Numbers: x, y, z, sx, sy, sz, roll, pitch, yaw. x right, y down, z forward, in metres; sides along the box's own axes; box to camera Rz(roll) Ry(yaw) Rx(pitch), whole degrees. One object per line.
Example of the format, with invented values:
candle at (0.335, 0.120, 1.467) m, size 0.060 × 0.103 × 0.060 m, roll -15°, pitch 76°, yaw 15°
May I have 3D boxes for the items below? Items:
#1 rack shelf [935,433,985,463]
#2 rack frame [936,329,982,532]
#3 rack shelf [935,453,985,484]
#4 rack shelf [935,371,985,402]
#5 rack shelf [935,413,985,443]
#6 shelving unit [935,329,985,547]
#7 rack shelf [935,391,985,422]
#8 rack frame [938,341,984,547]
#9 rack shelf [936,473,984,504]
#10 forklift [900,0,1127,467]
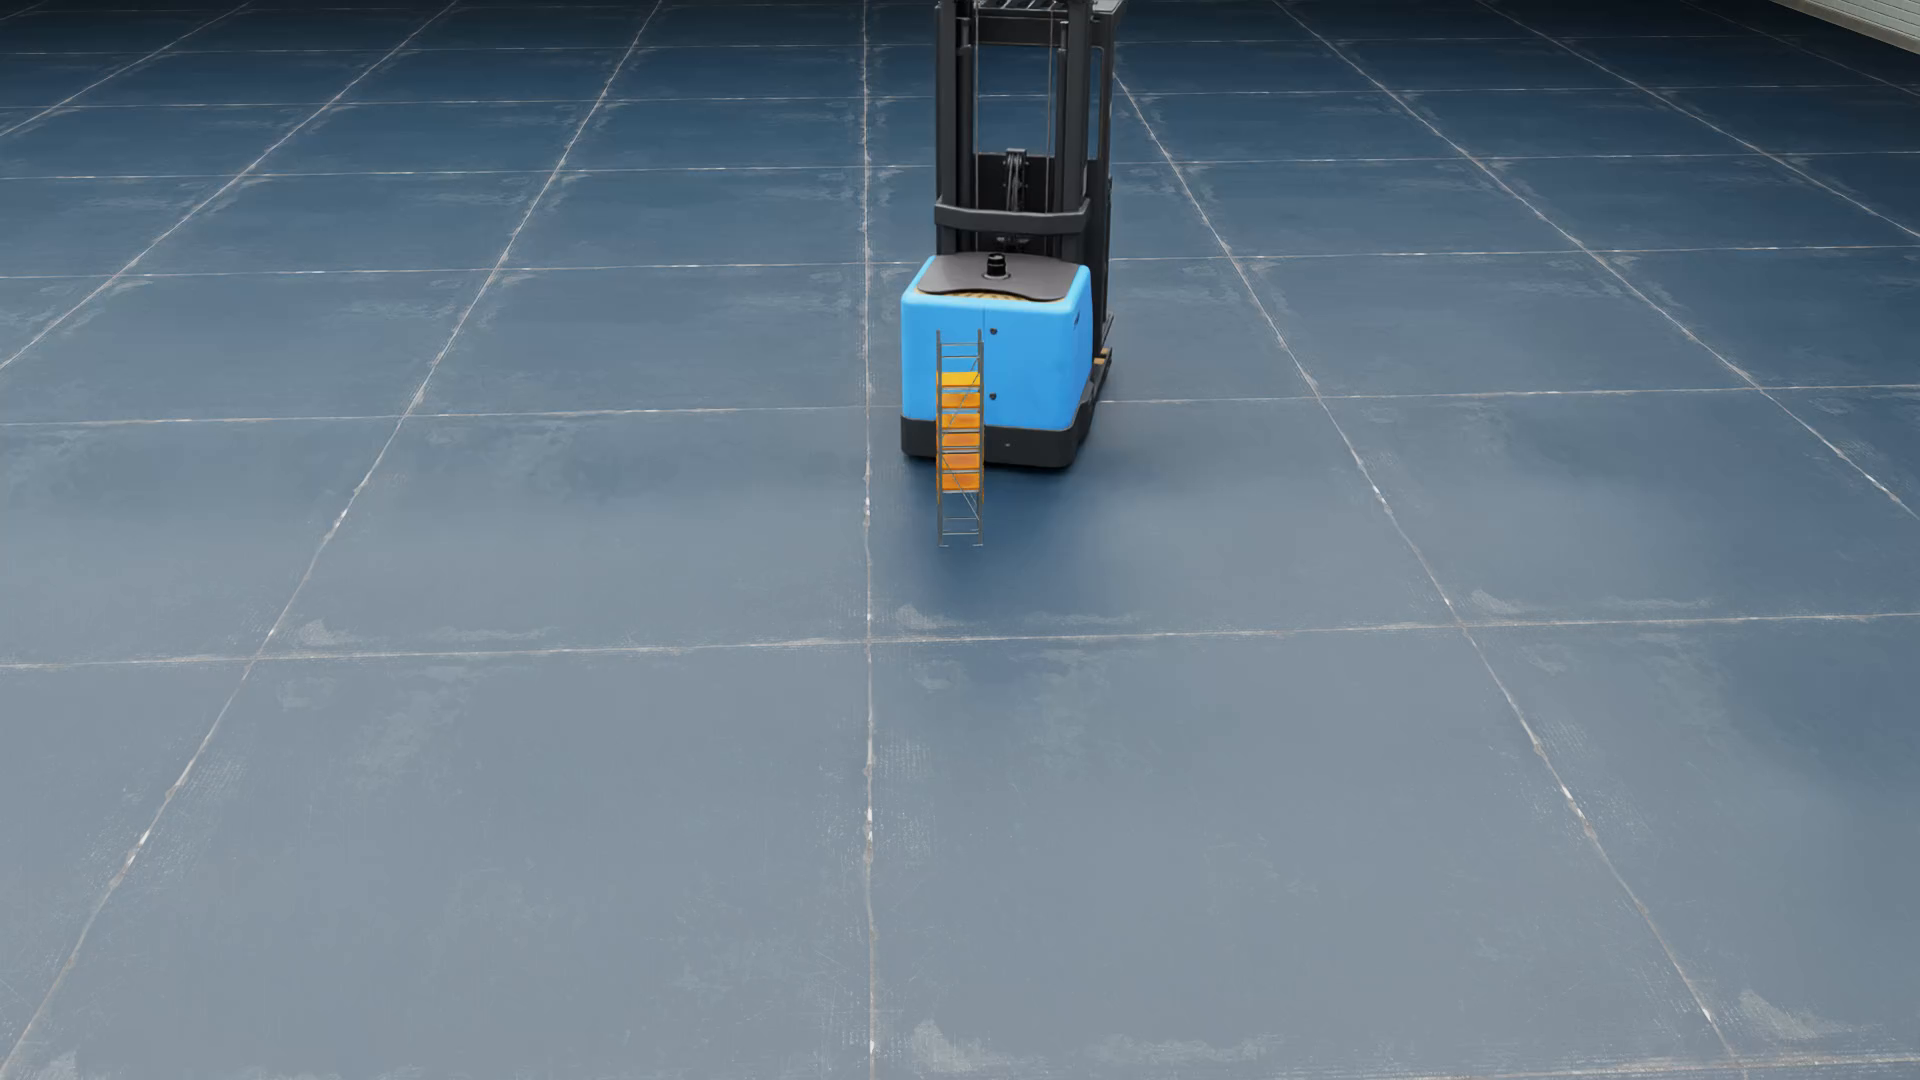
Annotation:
rack shelf at (-0.001, -0.499, 9.006) m, size 0.258 × 0.103 × 0.180 m, roll -1°, pitch 28°, yaw -3°
rack frame at (-0.006, -0.581, 9.066) m, size 0.240 × 1.200 × 0.006 m, roll -1°, pitch 28°, yaw -3°
rack shelf at (-0.001, -0.393, 9.061) m, size 0.258 × 0.103 × 0.180 m, roll -1°, pitch 28°, yaw -3°
rack shelf at (-0.001, -0.818, 8.839) m, size 0.258 × 0.103 × 0.180 m, roll -1°, pitch 28°, yaw -3°
rack shelf at (-0.001, -0.606, 8.950) m, size 0.258 × 0.103 × 0.180 m, roll -1°, pitch 28°, yaw -3°
shelving unit at (-0.001, -0.539, 8.985) m, size 0.258 × 1.200 × 0.189 m, roll -1°, pitch 28°, yaw -3°
rack shelf at (-0.001, -0.712, 8.895) m, size 0.258 × 0.103 × 0.180 m, roll -1°, pitch 28°, yaw -3°
rack frame at (0.004, -0.496, 8.904) m, size 0.240 × 1.200 × 0.006 m, roll -1°, pitch 28°, yaw -3°
rack shelf at (-0.001, -0.286, 9.117) m, size 0.258 × 0.103 × 0.180 m, roll -1°, pitch 28°, yaw -3°
forklift at (0.438, -2.393, 10.669) m, size 1.130 × 2.935 × 3.031 m, roll 5°, pitch 28°, yaw 10°
